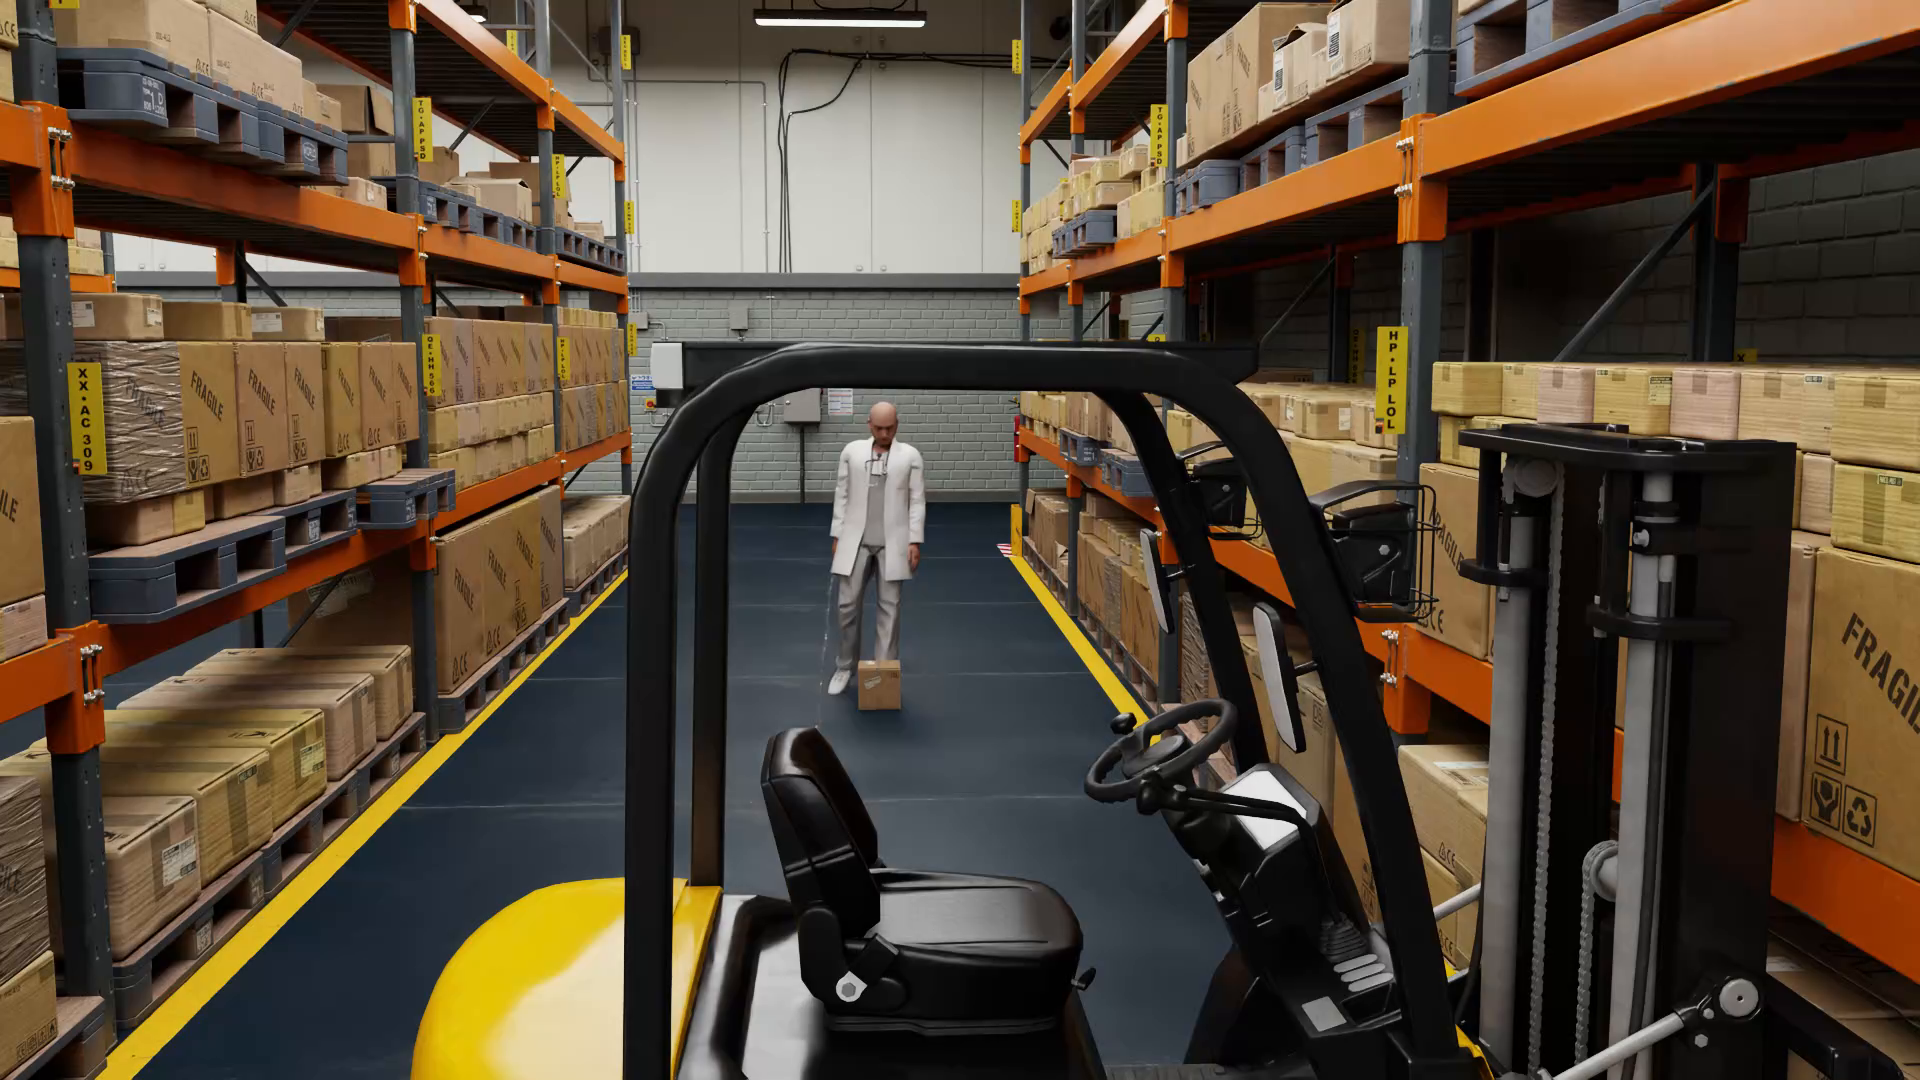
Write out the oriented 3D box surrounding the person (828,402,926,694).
[{"bbox_3d":[-0.521,0.064,10.293,0.612,1.828,0.497,0,7,0],"label":"person"}]
